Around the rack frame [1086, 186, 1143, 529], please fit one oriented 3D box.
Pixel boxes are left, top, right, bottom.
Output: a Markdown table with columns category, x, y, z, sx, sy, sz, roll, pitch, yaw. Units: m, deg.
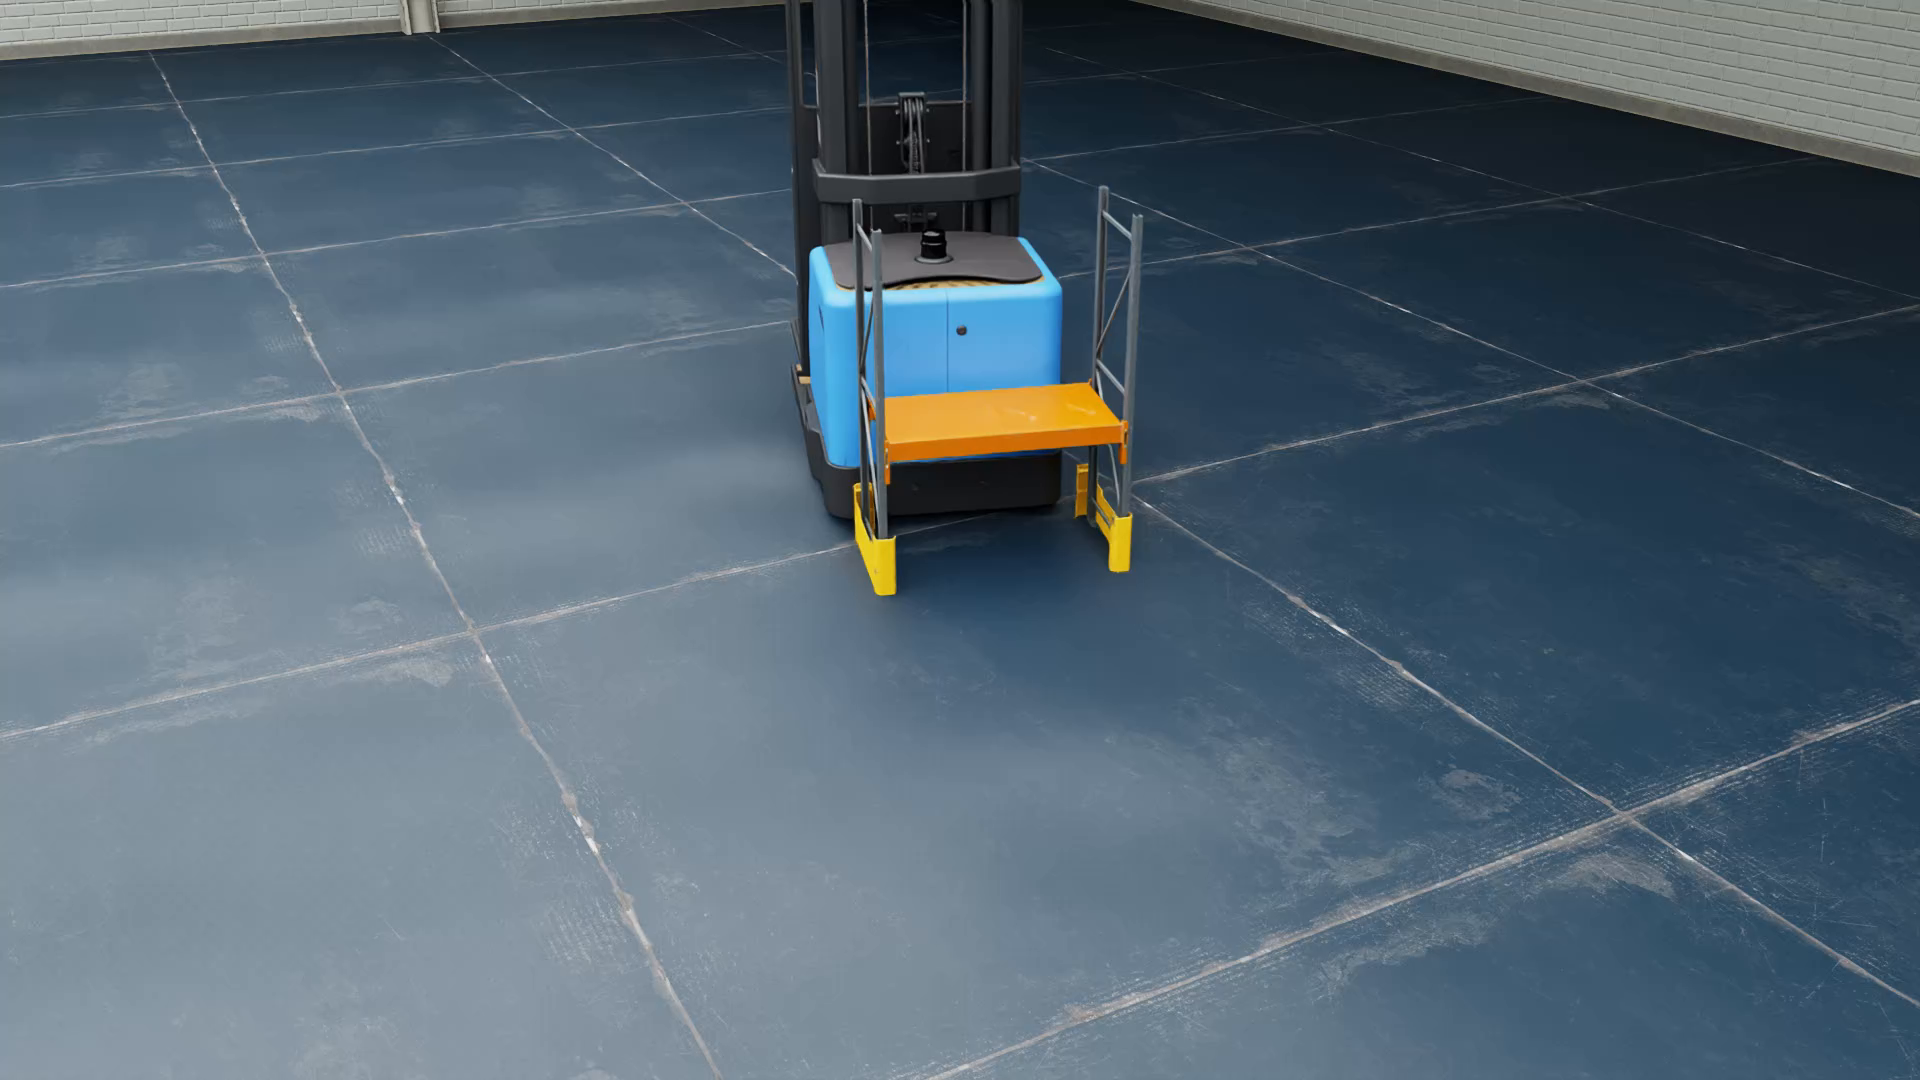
| category | x | y | z | sx | sy | sz | roll | pitch | yaw |
| --- | --- | --- | --- | --- | --- | --- | --- | --- | --- |
| rack frame | 0.634 | -0.666 | 6.905 | 0.032 | 1.500 | 0.500 | -5 | 26 | -11 |

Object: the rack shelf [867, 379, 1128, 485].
| category | x | y | z | sx | sy | sz | roll | pitch | yaw |
| --- | --- | --- | --- | --- | --- | --- | --- | --- | --- |
| rack shelf | 0.137 | -0.458 | 6.886 | 1.000 | 0.185 | 0.538 | -5 | 26 | -11 |

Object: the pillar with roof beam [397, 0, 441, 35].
| category | x | y | z | sx | sy | sz | roll | pitch | yaw |
| --- | --- | --- | --- | --- | --- | --- | --- | --- | --- |
| pillar with roof beam | -4.444 | -8.517 | 14.592 | 0.400 | 9.000 | 9.100 | -13 | 29 | -25 |

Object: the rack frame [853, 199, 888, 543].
| category | x | y | z | sx | sy | sz | roll | pitch | yaw |
| --- | --- | --- | --- | --- | --- | --- | --- | --- | --- |
| rack frame | -0.359 | -0.573 | 6.711 | 0.032 | 1.500 | 0.500 | -5 | 26 | -11 |

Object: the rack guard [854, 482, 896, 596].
| category | x | y | z | sx | sy | sz | roll | pitch | yaw |
| --- | --- | --- | --- | --- | --- | --- | --- | --- | --- |
| rack guard | -0.358 | -0.010 | 6.982 | 0.087 | 0.250 | 0.587 | -5 | 26 | -11 |

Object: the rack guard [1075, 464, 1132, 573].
| category | x | y | z | sx | sy | sz | roll | pitch | yaw |
| --- | --- | --- | --- | --- | --- | --- | --- | --- | --- |
| rack guard | 0.615 | -0.101 | 7.172 | 0.087 | 0.250 | 0.587 | -5 | 26 | -11 |

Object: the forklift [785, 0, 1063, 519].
| category | x | y | z | sx | sy | sz | roll | pitch | yaw |
| --- | --- | --- | --- | --- | --- | --- | --- | --- | --- |
| forklift | -0.296 | -2.026 | 8.084 | 1.130 | 2.935 | 3.031 | -4 | 26 | -8 |

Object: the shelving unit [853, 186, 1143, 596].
| category | x | y | z | sx | sy | sz | roll | pitch | yaw |
| --- | --- | --- | --- | --- | --- | --- | --- | --- | --- |
| shelving unit | 0.129 | -0.619 | 6.806 | 1.083 | 1.500 | 0.587 | -5 | 26 | -11 |
